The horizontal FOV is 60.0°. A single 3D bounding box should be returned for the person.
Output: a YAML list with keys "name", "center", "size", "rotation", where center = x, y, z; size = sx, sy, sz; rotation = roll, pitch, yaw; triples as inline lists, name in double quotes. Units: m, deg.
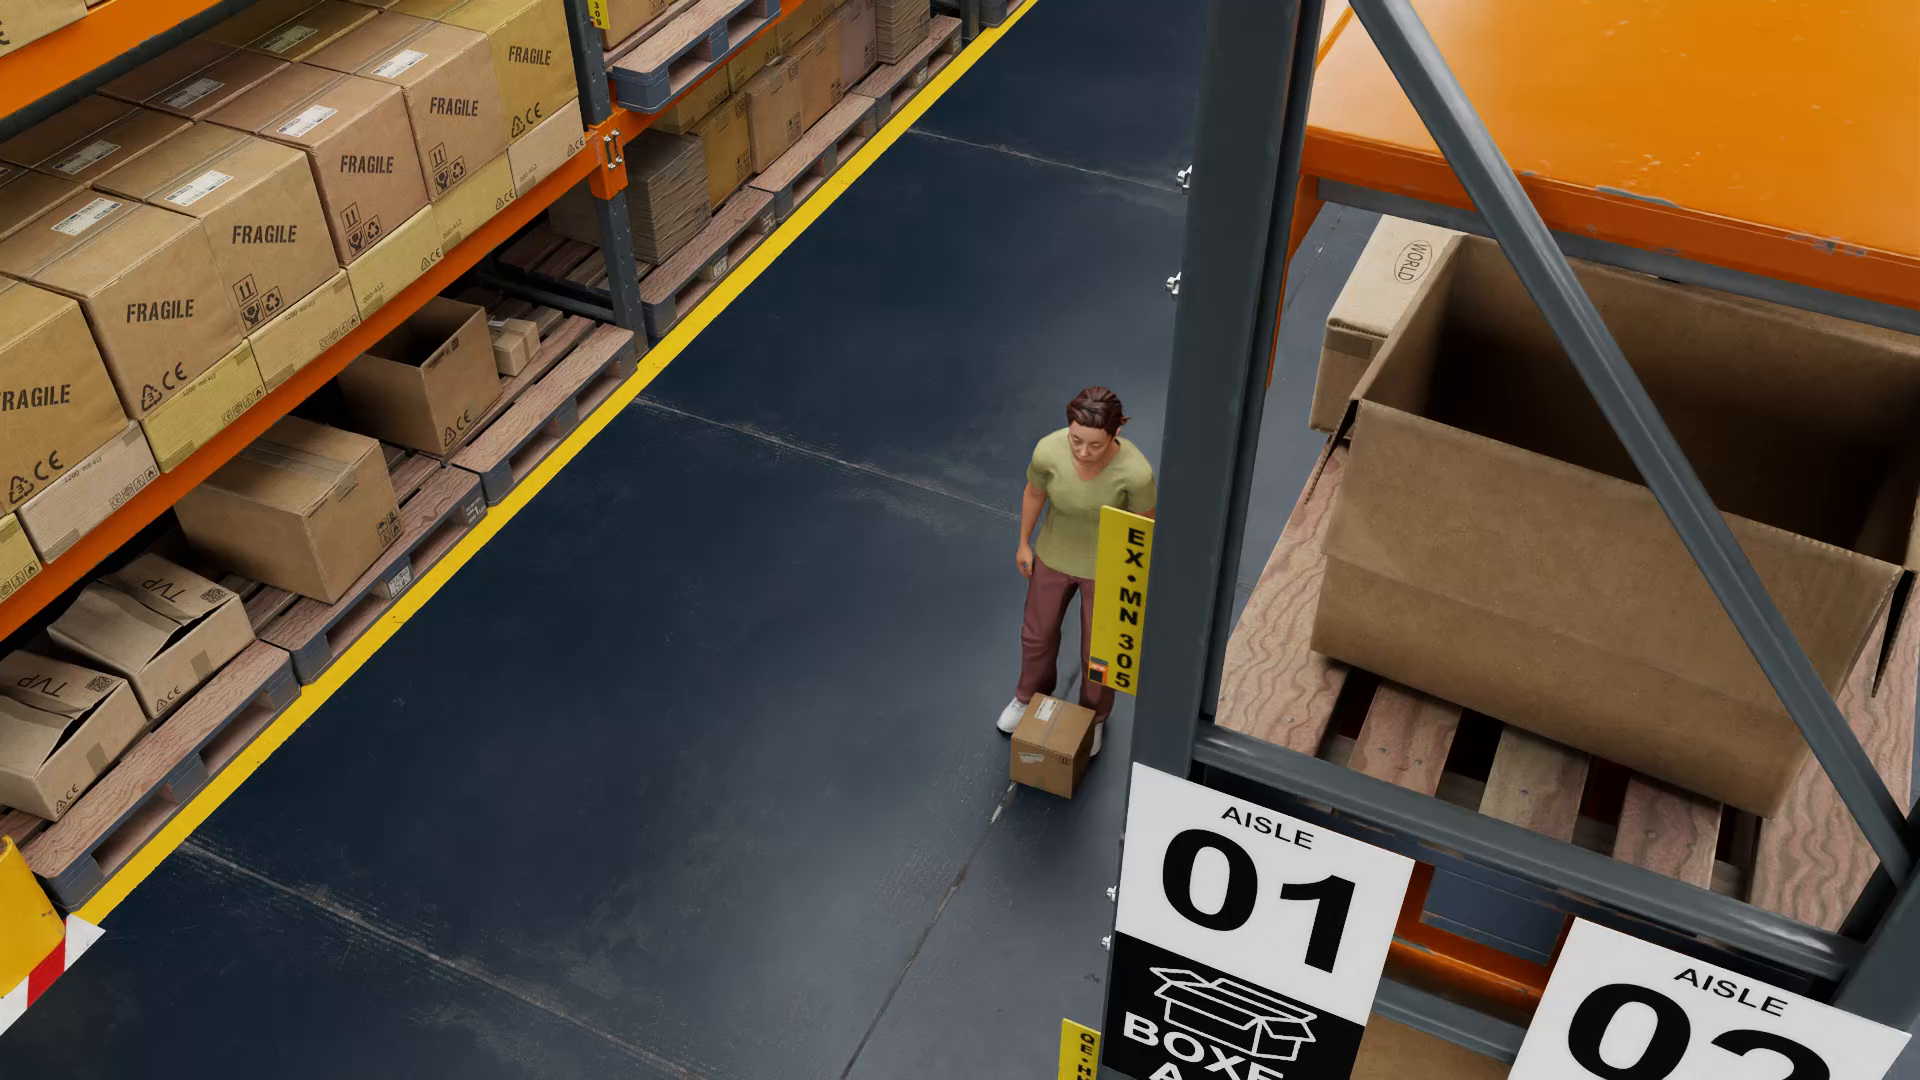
- name: "person"
  center: [0.436, 0.100, 6.055]
  size: [0.520, 1.667, 0.362]
  rotation: [14, 44, 15]
